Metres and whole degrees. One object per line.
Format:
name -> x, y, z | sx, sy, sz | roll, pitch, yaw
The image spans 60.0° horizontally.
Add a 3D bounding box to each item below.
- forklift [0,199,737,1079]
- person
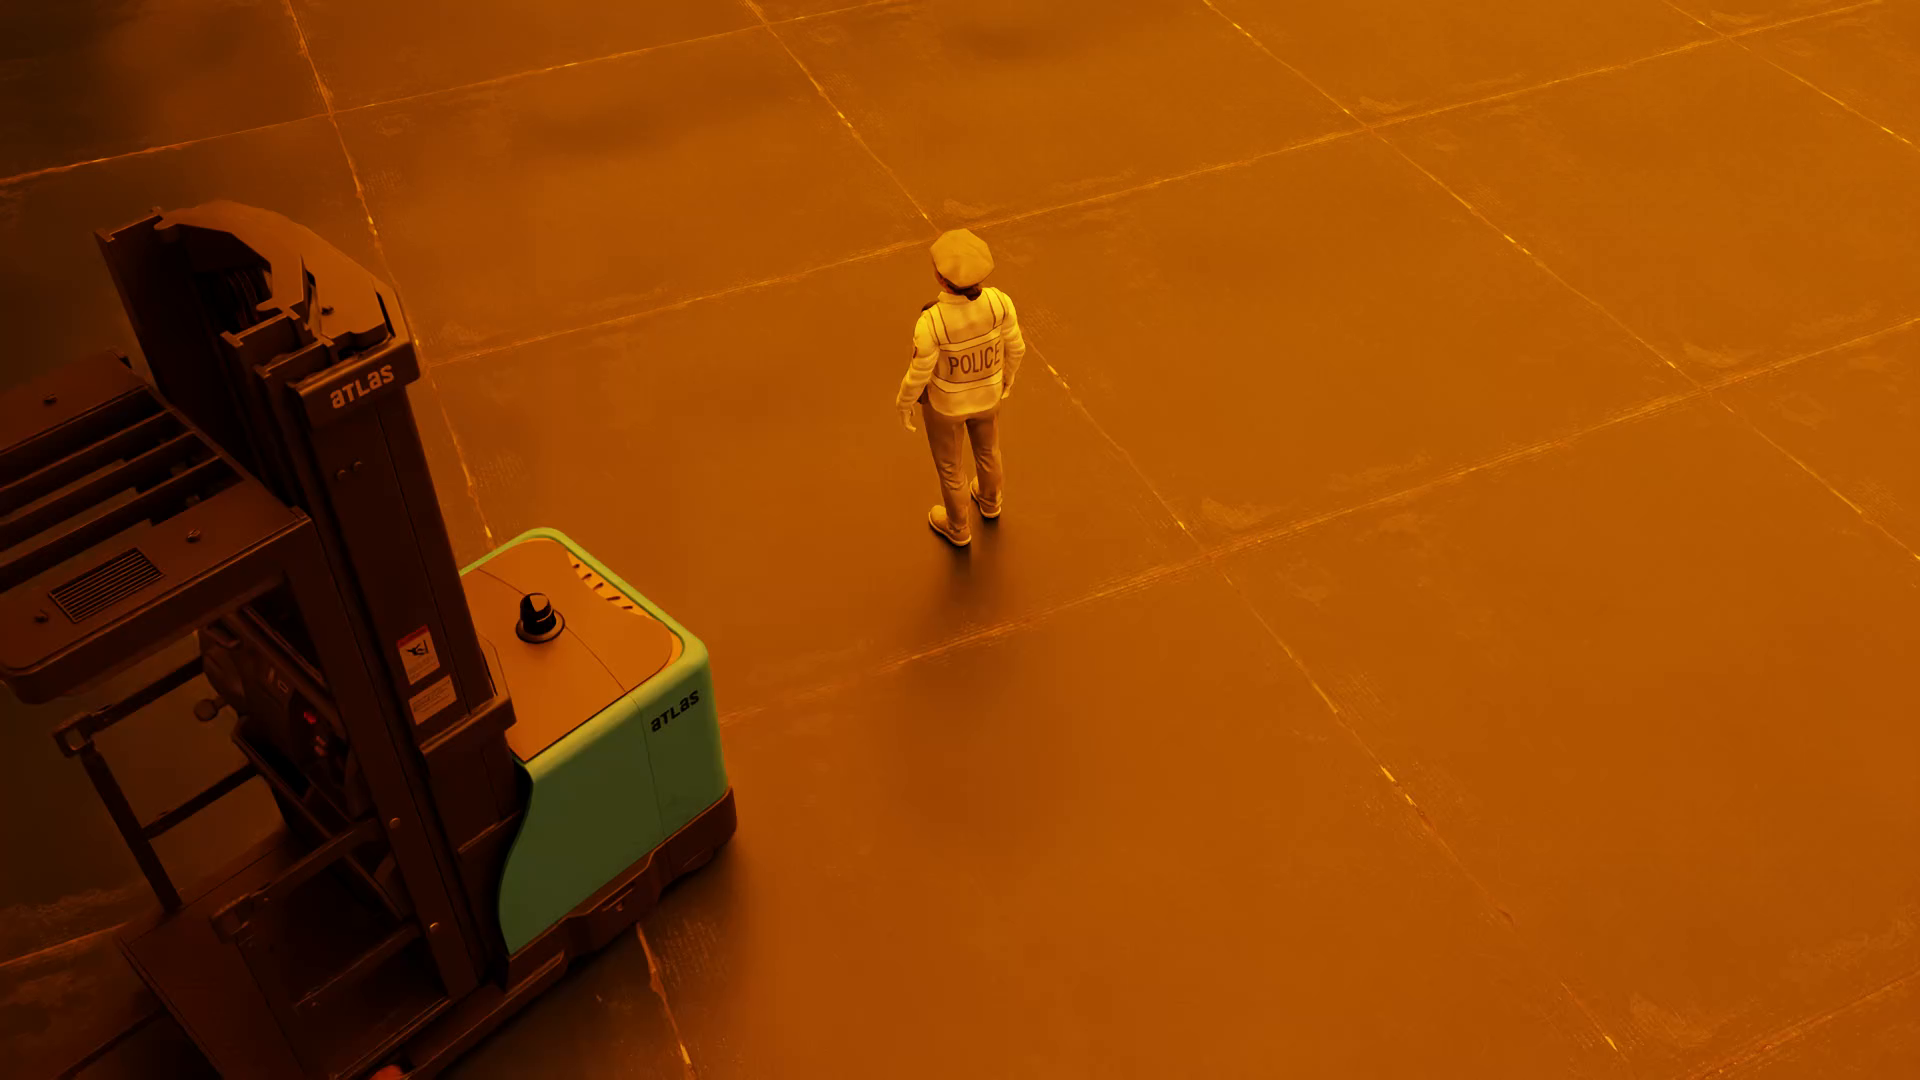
forklift -> -2.256, 0.593, 5.045 | 1.130, 2.935, 3.031 | 33, 52, 30
person -> -0.022, -0.669, 7.293 | 0.586, 1.694, 0.532 | -18, 46, -18
